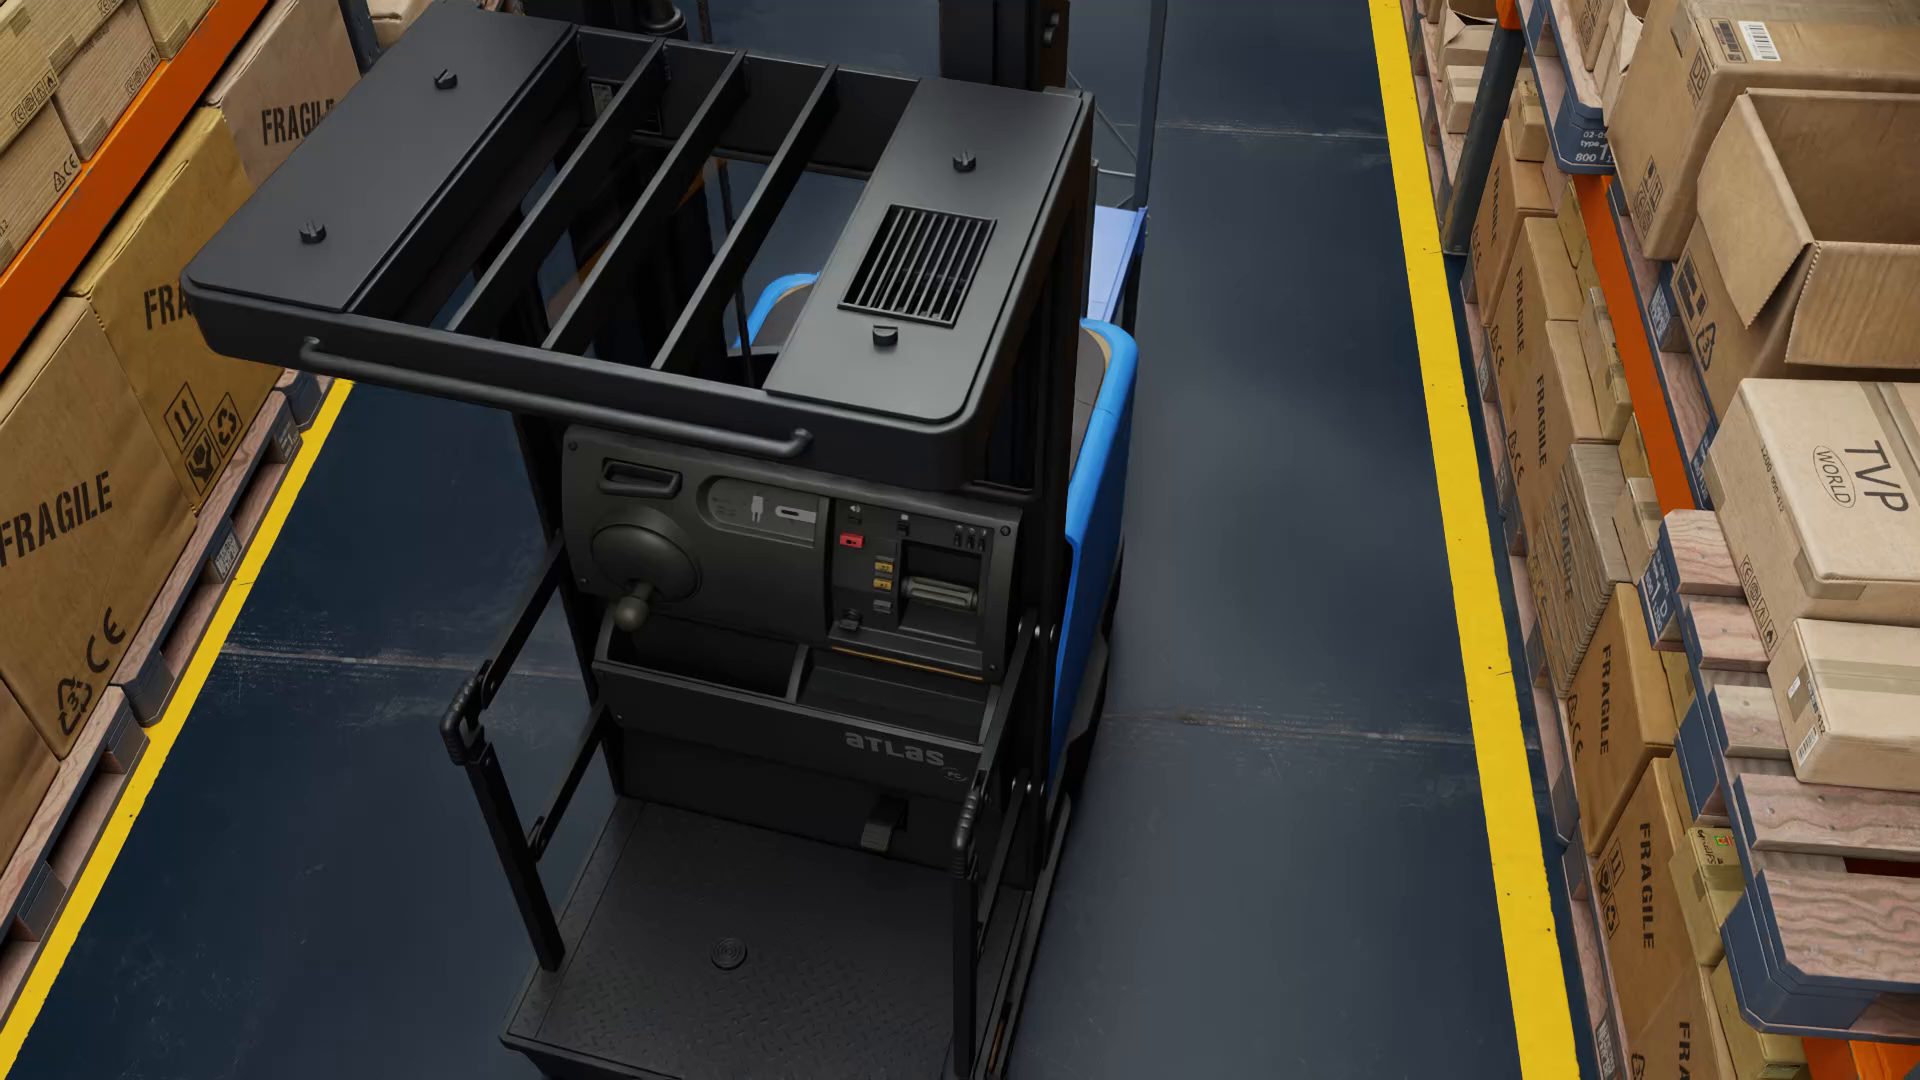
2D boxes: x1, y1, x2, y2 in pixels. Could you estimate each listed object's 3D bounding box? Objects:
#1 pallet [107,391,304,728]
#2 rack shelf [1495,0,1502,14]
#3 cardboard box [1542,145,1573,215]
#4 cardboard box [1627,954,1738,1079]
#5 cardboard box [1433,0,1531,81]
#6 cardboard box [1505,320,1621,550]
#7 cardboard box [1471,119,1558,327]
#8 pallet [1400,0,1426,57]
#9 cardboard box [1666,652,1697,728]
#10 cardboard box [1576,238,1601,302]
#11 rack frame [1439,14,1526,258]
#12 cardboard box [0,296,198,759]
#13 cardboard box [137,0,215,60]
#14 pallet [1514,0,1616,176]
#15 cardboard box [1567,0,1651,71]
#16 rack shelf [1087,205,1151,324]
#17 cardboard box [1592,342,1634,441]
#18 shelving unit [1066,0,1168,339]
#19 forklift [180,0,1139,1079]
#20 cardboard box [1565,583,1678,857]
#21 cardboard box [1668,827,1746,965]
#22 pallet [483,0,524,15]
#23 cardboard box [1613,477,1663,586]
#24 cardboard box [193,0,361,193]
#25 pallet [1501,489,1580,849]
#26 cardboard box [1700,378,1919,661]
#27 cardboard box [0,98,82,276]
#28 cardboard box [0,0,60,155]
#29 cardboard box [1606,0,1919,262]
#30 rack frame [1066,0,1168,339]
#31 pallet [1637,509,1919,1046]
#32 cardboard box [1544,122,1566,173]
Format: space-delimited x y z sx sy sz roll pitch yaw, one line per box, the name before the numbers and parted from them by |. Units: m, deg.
pallet | -2.738 -0.005 5.111 1.003 0.211 1.213 4 48 4
rack shelf | 2.492 -3.313 6.735 1.077 0.370 4.000 4 48 4
cardboard box | 2.064 -1.149 5.237 0.380 0.149 0.250 3 48 2
cardboard box | 1.769 1.230 3.502 0.500 0.500 0.500 5 48 5
cardboard box | 2.100 -1.996 6.611 0.396 0.266 0.258 5 48 5
cardboard box | 1.953 -0.285 4.888 0.500 0.500 0.500 3 48 2
cardboard box | 2.041 -1.044 5.581 0.500 0.500 0.500 6 48 5
pallet | 2.482 -2.548 7.438 1.003 0.211 1.213 4 48 4
cardboard box | 1.869 0.372 3.847 0.380 0.149 0.250 5 48 5
cardboard box | 2.040 -0.757 4.879 0.380 0.149 0.250 3 48 3
rack frame | 2.310 -2.086 5.125 1.000 3.000 0.127 4 48 4
cardboard box | -2.767 -0.059 4.427 0.875 0.875 0.875 4 48 4
cardboard box | -2.471 -1.646 4.824 0.500 0.250 0.500 3 48 3
pallet | 2.128 -1.441 4.666 1.003 0.211 1.213 4 48 4
cardboard box | 1.995 -1.540 4.274 0.700 0.500 0.500 4 48 4
rack shelf | 0.226 -0.703 5.120 0.538 0.185 1.000 11 49 10
cardboard box | 1.955 -0.394 4.547 0.380 0.149 0.250 5 48 5
shelving unit | 0.226 -0.824 4.987 0.538 1.500 1.048 11 49 10
forklift | -0.399 0.138 3.138 1.130 2.935 3.031 11 49 10
cardboard box | 1.871 0.478 4.189 0.500 0.500 0.500 6 48 5
cardboard box | 1.732 0.754 3.498 0.380 0.149 0.250 2 48 2
pallet | -2.487 -2.029 6.963 1.003 0.211 1.213 4 48 4
cardboard box | 1.887 -0.016 4.202 0.380 0.149 0.250 2 48 2
cardboard box | -2.611 -1.381 5.635 0.875 0.875 0.875 5 48 5
pallet | 2.164 0.354 4.783 1.003 0.211 1.213 4 48 4
cardboard box | 1.719 -0.035 3.066 0.500 0.250 0.500 2 48 2
cardboard box | -2.579 -0.896 4.139 0.500 0.250 0.500 4 48 4
cardboard box | -2.541 -1.068 3.957 0.500 0.250 0.500 5 48 4
cardboard box | 1.924 -0.964 3.746 0.700 0.500 0.500 4 48 3
rack frame | 0.358 -1.186 5.319 0.500 1.500 0.032 11 49 10
pallet | 1.937 0.415 2.967 1.213 0.211 1.003 4 48 4
cardboard box | 2.036 -1.263 5.141 0.380 0.149 0.250 2 48 2
